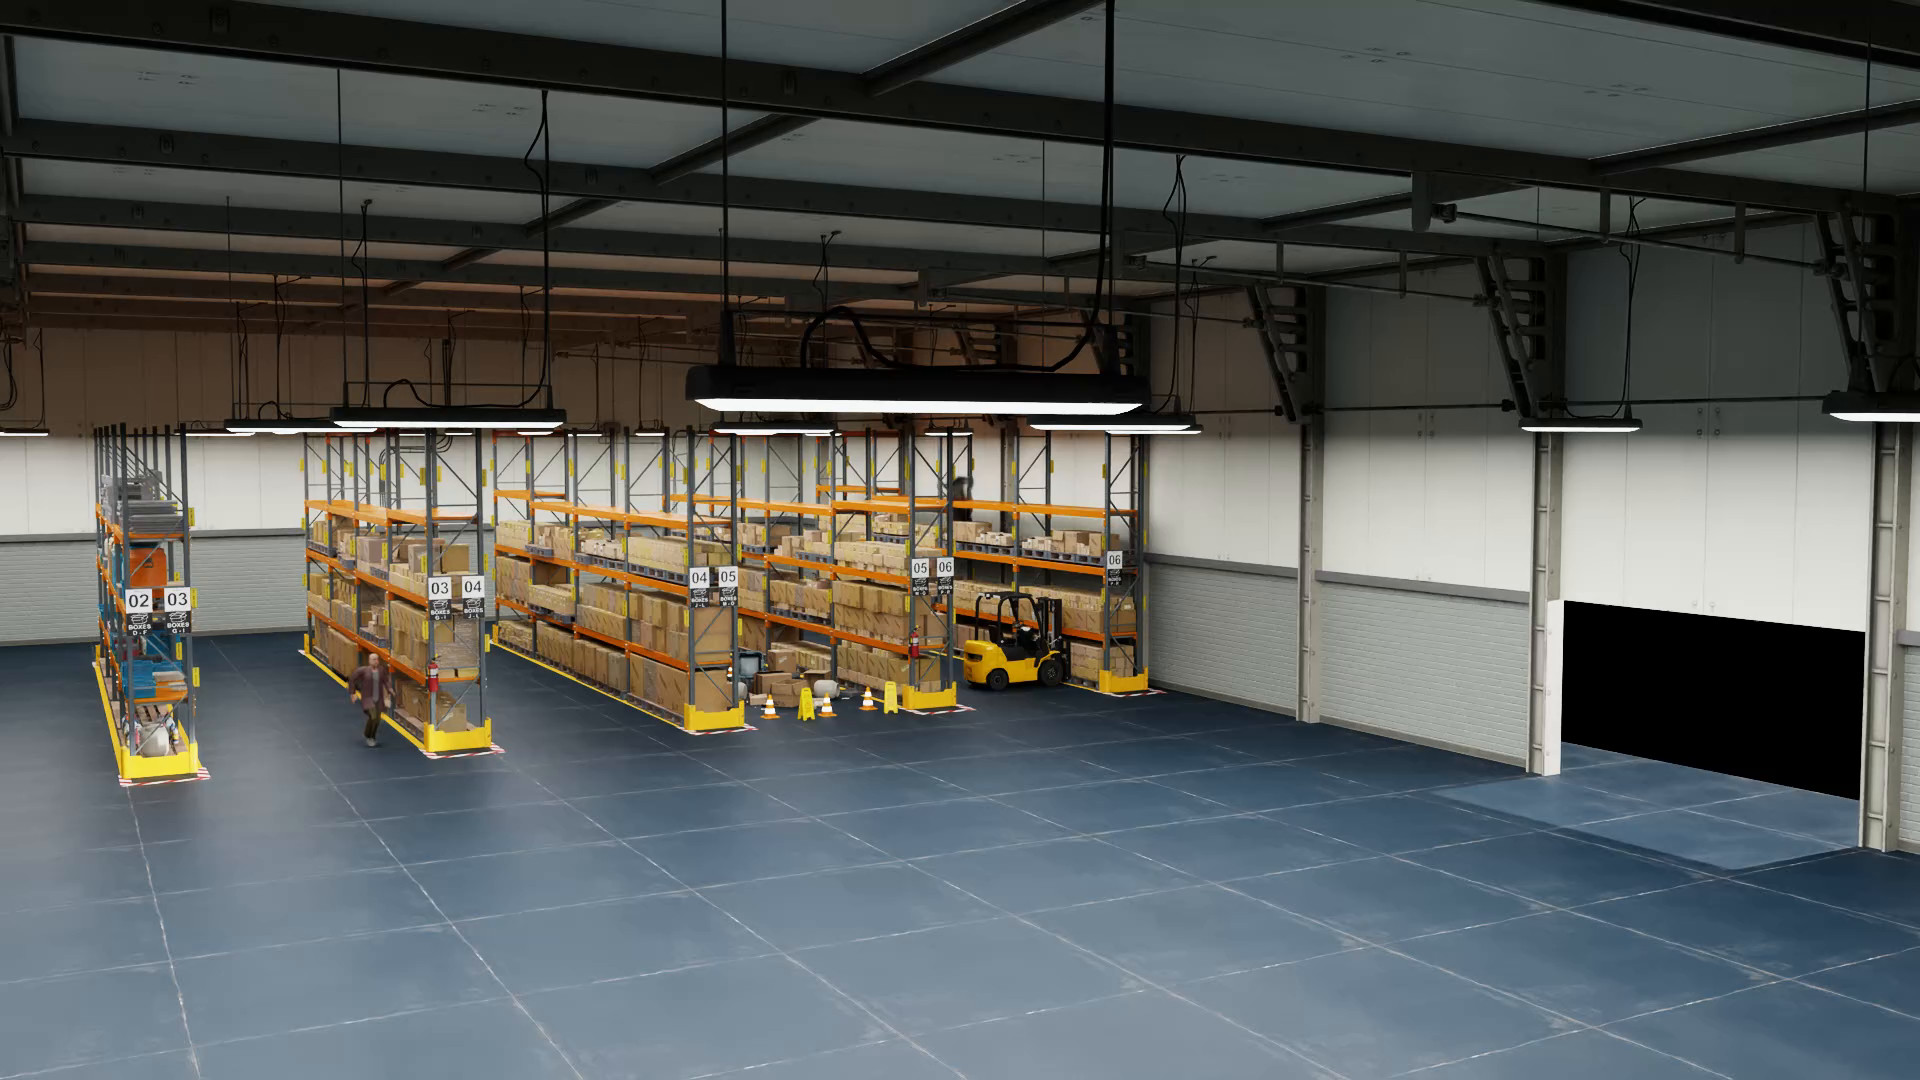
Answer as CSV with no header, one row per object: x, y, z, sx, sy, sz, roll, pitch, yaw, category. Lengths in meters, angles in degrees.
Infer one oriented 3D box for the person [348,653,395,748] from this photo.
-10.913,2.982,30.928,0.788,1.750,0.699,3,5,43,person
